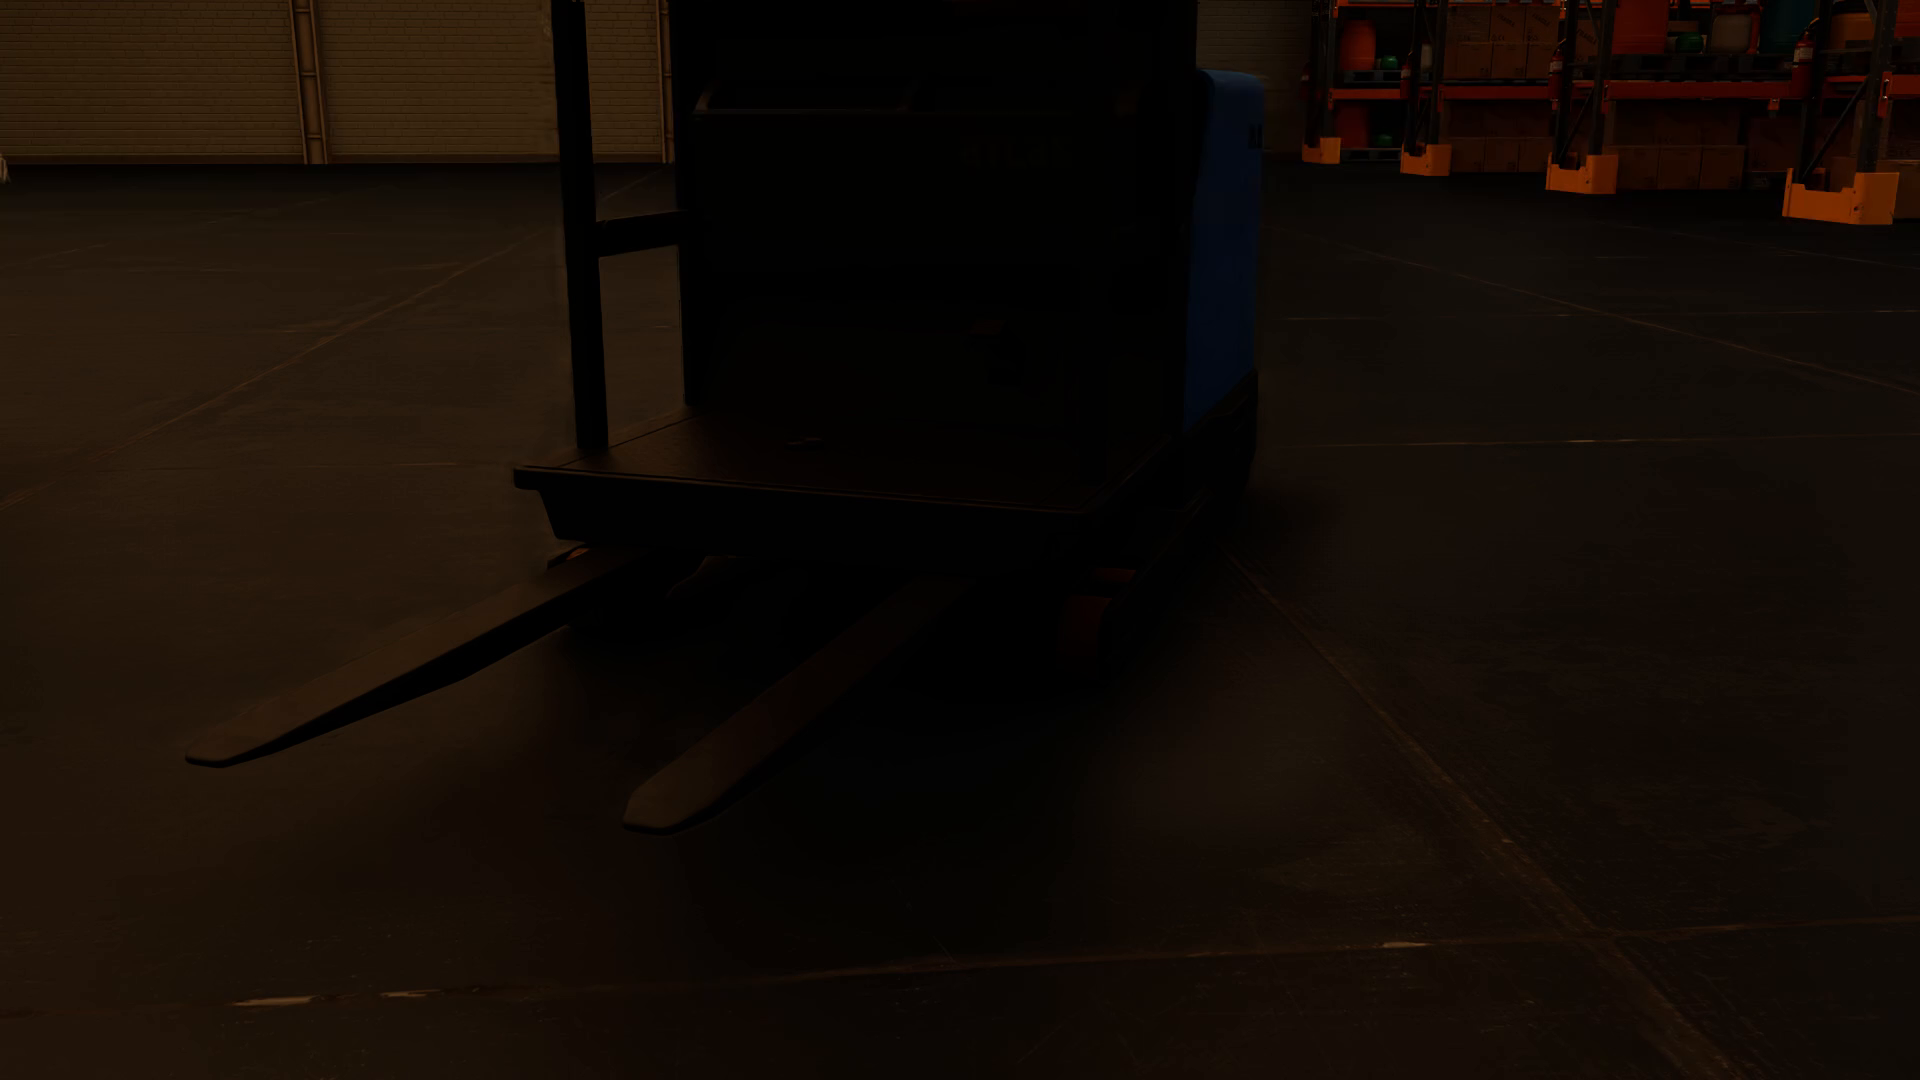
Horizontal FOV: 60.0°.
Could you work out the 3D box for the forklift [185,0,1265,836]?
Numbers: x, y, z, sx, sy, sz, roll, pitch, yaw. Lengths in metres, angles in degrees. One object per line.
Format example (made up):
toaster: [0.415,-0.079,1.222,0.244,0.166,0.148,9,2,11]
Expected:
forklift: [-0.155,-1.272,3.009,1.130,2.935,3.031,5,15,18]

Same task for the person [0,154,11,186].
person: [-3.109,-1.071,4.797,0.920,1.639,0.865,1,15,5]
